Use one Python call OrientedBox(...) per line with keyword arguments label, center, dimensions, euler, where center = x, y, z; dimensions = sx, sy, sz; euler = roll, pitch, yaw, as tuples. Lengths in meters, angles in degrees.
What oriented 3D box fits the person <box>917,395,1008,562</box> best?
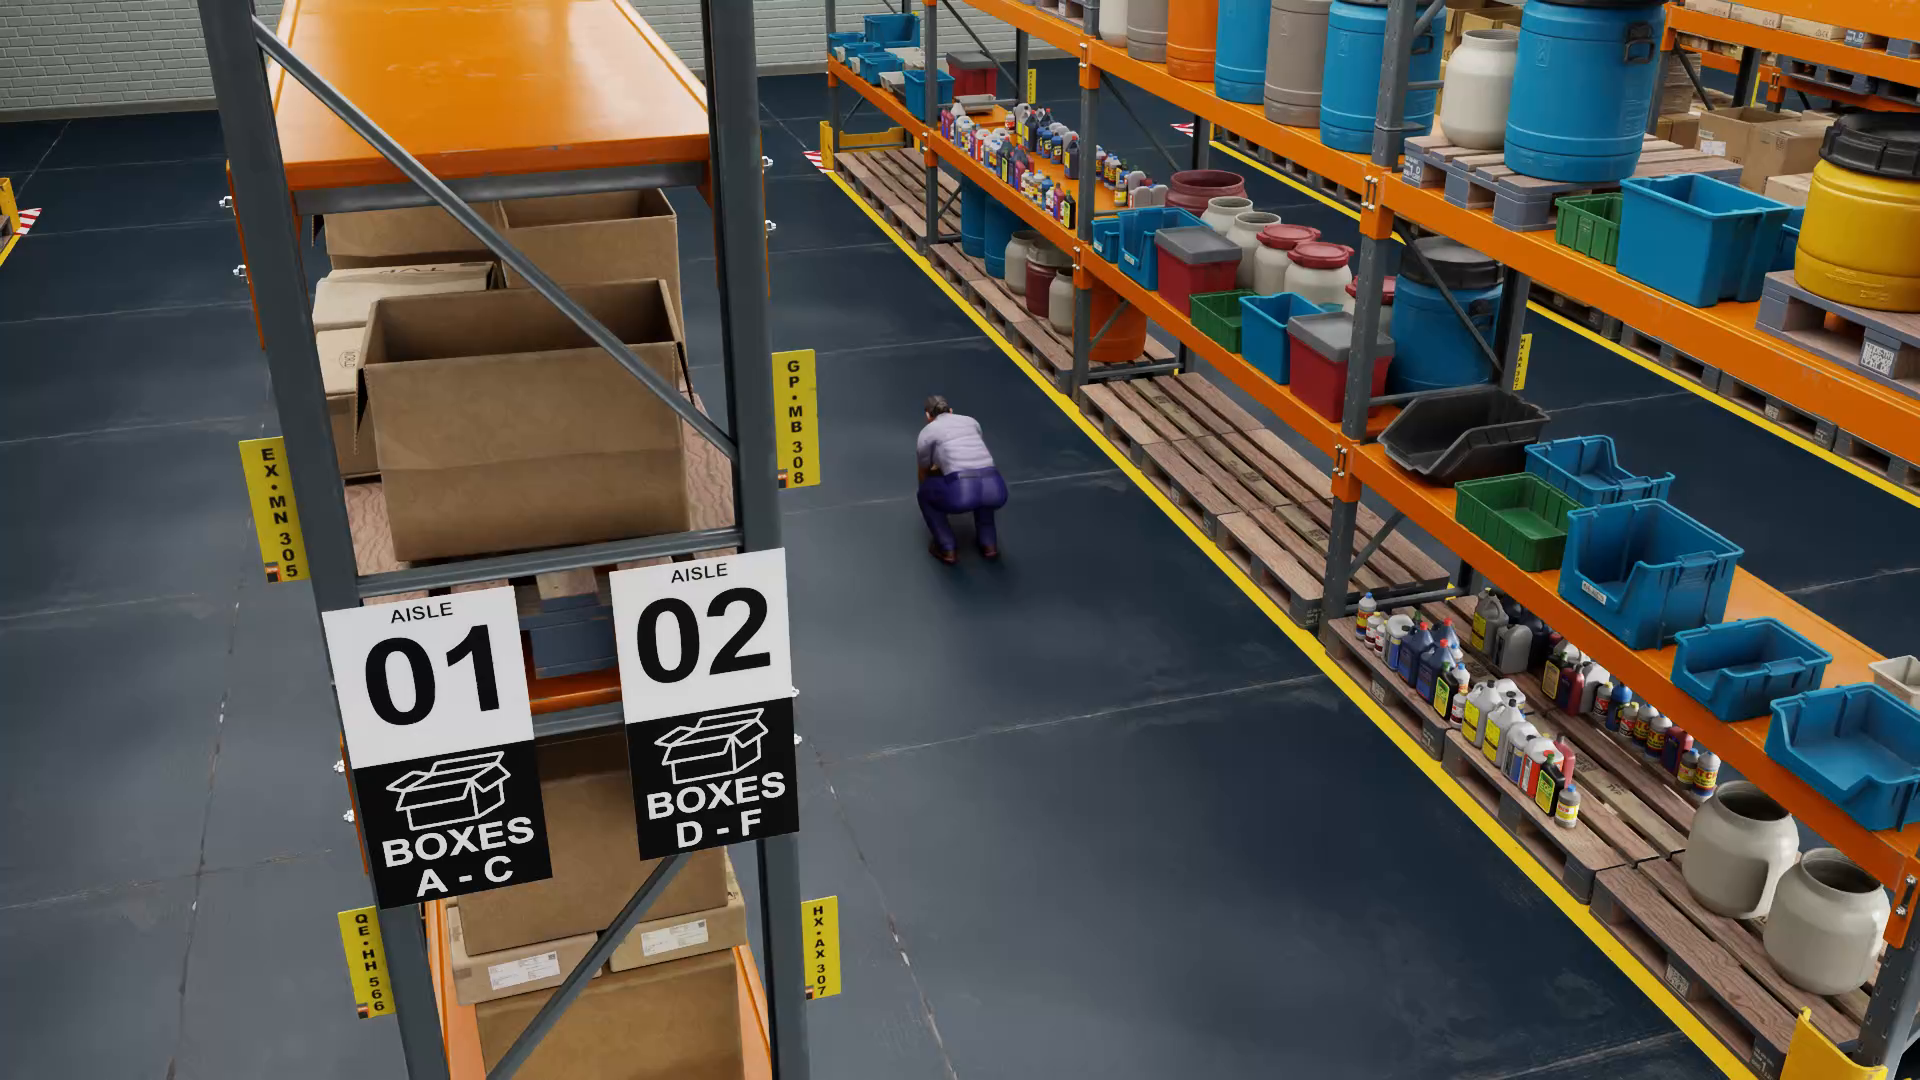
OrientedBox(label="person", center=(-0.015, -0.392, 10.729), dimensions=(0.509, 0.938, 0.861), euler=(-9, 28, -17))
